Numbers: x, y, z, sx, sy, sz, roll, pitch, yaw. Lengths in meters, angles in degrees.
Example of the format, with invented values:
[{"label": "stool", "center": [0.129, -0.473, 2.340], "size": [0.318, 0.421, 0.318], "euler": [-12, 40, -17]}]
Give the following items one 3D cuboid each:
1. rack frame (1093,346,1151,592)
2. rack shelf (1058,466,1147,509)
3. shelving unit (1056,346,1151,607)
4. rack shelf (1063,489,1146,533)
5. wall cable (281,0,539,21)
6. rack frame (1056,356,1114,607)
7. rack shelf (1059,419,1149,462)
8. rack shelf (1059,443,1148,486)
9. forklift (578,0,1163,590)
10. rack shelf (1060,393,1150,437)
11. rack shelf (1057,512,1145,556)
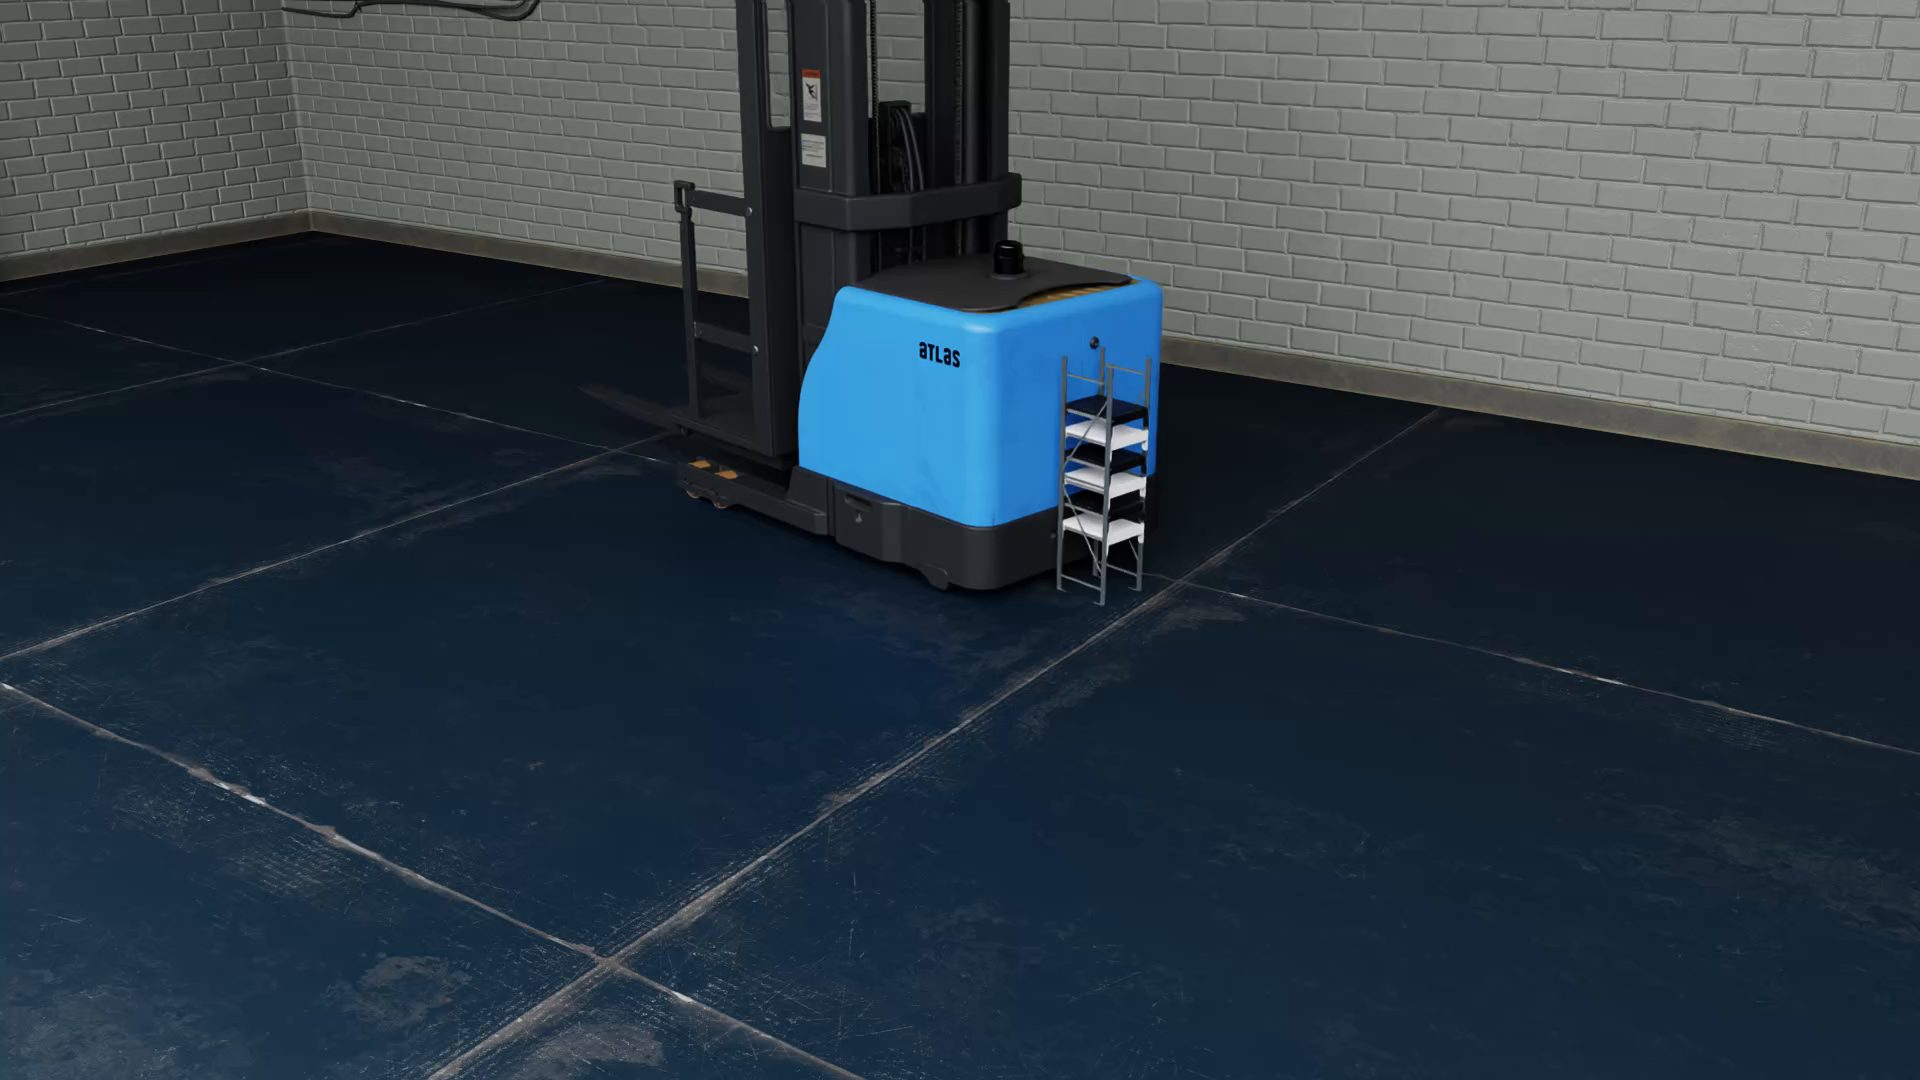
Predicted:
[{"label": "rack frame", "center": [0.596, -0.256, 6.159], "size": [0.006, 0.900, 0.240], "euler": [-18, 27, -40]}, {"label": "rack shelf", "center": [0.522, -0.201, 6.104], "size": [0.200, 0.077, 0.258], "euler": [-18, 27, -40]}, {"label": "shelving unit", "center": [0.522, -0.232, 6.093], "size": [0.210, 0.900, 0.258], "euler": [-18, 27, -40]}, {"label": "rack shelf", "center": [0.522, -0.116, 6.136], "size": [0.200, 0.077, 0.258], "euler": [-18, 27, -40]}, {"label": "wall cable", "center": [-4.122, -5.010, 11.815], "size": [3.097, 2.526, 0.112], "euler": [13, 24, 32]}, {"label": "rack frame", "center": [0.449, -0.207, 6.027], "size": [0.006, 0.900, 0.240], "euler": [-18, 27, -40]}, {"label": "rack shelf", "center": [0.523, -0.369, 6.042], "size": [0.200, 0.077, 0.258], "euler": [-18, 27, -40]}, {"label": "rack shelf", "center": [0.523, -0.285, 6.073], "size": [0.200, 0.077, 0.258], "euler": [-18, 27, -40]}, {"label": "forklift", "center": [-0.586, -1.615, 6.905], "size": [1.130, 2.935, 3.031], "euler": [-18, 27, -40]}, {"label": "rack shelf", "center": [0.523, -0.454, 6.010], "size": [0.200, 0.077, 0.258], "euler": [-18, 27, -40]}, {"label": "rack shelf", "center": [0.522, -0.032, 6.167], "size": [0.200, 0.077, 0.258], "euler": [-18, 27, -40]}]
